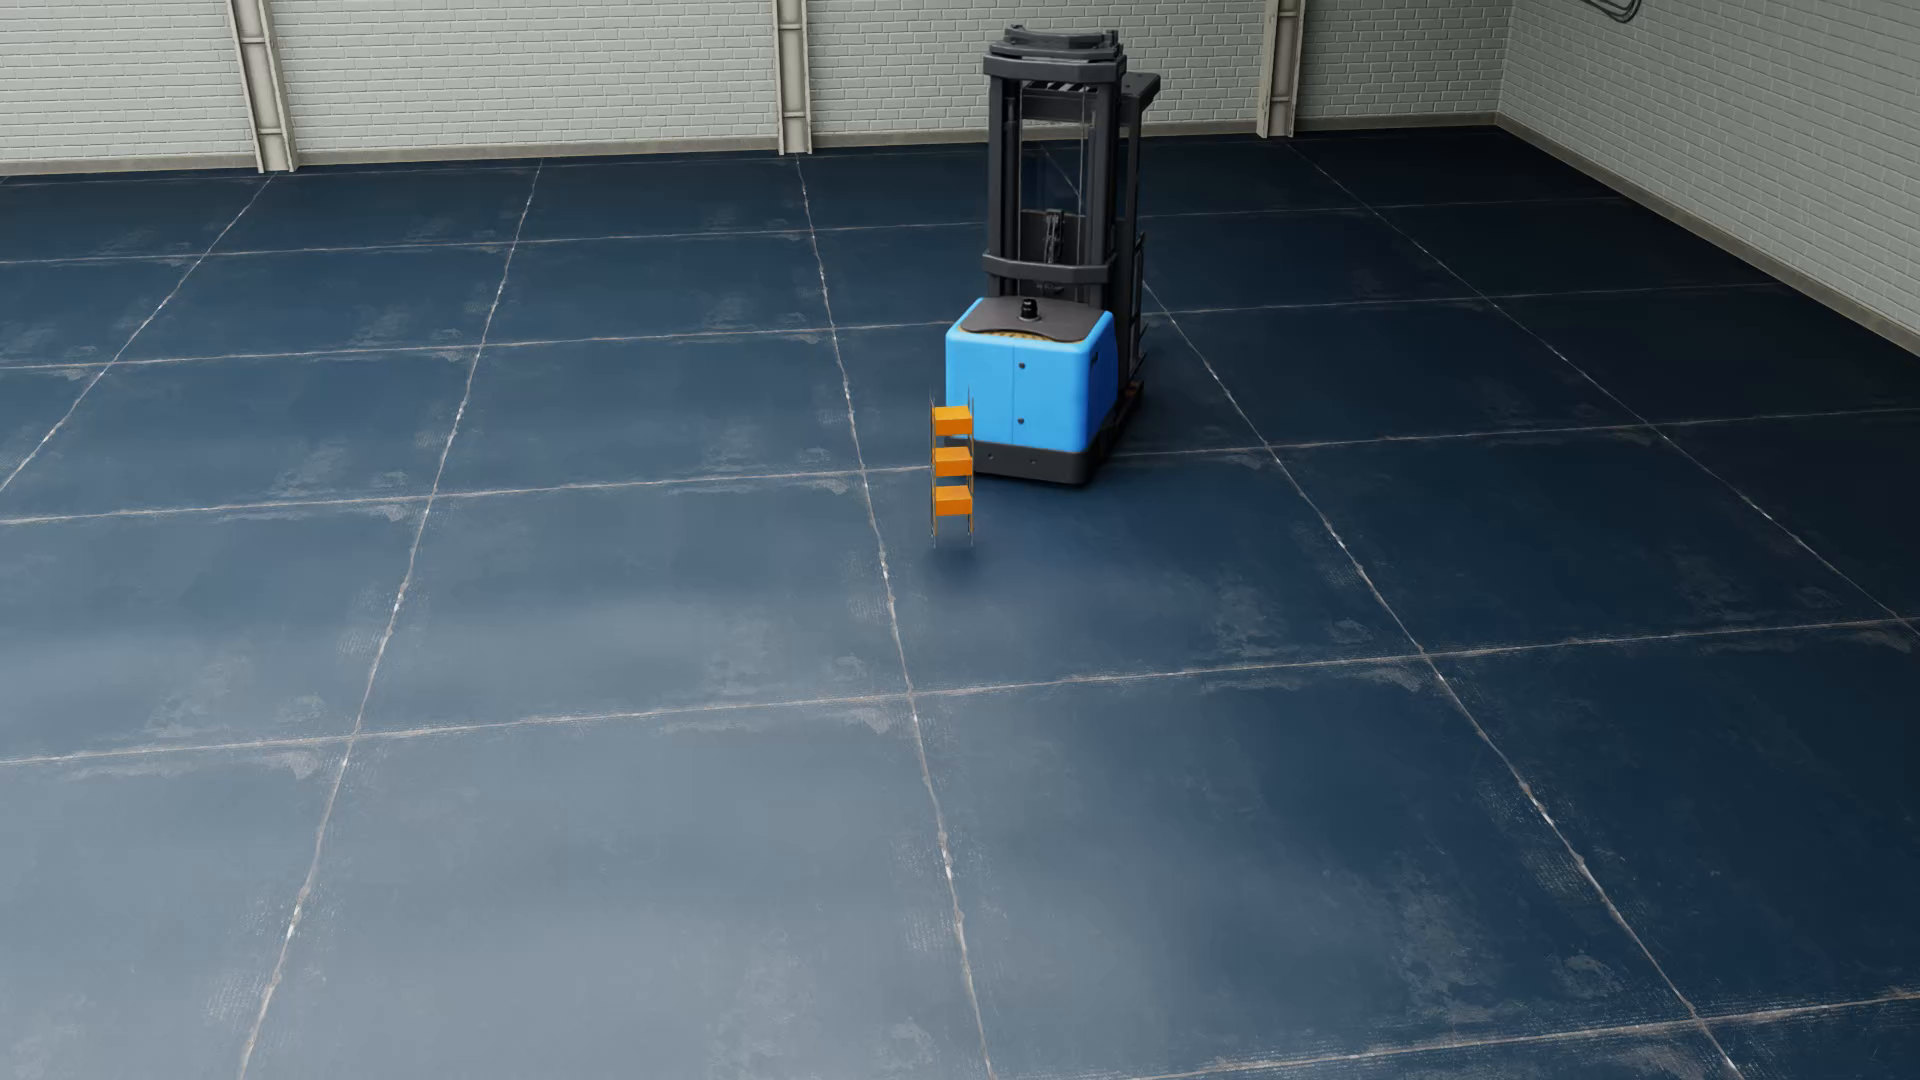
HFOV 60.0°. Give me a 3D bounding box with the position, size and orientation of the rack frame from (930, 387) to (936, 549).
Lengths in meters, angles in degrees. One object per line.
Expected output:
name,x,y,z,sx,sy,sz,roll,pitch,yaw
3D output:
rack frame,-0.174,-0.456,10.691,0.008,1.050,0.200,-4,27,-7

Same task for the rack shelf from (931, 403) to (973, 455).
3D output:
rack shelf,-0.053,-0.707,10.581,0.240,0.259,0.215,-4,27,-7

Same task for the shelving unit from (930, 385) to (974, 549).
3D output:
shelving unit,-0.053,-0.464,10.706,0.252,1.050,0.215,-4,27,-7

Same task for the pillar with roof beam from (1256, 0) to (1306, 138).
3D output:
pillar with roof beam,4.548,-7.149,15.027,0.400,9.000,9.100,-4,27,-7

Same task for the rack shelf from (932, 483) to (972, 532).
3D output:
rack shelf,-0.053,-0.207,10.838,0.240,0.259,0.215,-4,27,-7

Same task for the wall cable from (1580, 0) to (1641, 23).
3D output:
wall cable,7.050,-7.303,18.729,0.112,2.526,3.097,-4,27,-7

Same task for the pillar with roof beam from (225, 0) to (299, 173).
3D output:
pillar with roof beam,-7.335,-6.385,13.540,0.400,9.000,9.100,-4,27,-7

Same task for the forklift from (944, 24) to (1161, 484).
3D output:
forklift,0.812,-2.346,12.314,1.130,2.935,3.031,8,28,15

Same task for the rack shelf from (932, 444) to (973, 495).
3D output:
rack shelf,-0.053,-0.454,10.711,0.240,0.259,0.215,-4,27,-7

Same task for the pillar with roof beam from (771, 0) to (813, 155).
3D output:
pillar with roof beam,-1.394,-6.767,14.284,0.400,9.000,9.100,-4,27,-7

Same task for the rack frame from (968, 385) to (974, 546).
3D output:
rack frame,0.068,-0.471,10.721,0.008,1.050,0.200,-4,27,-7
